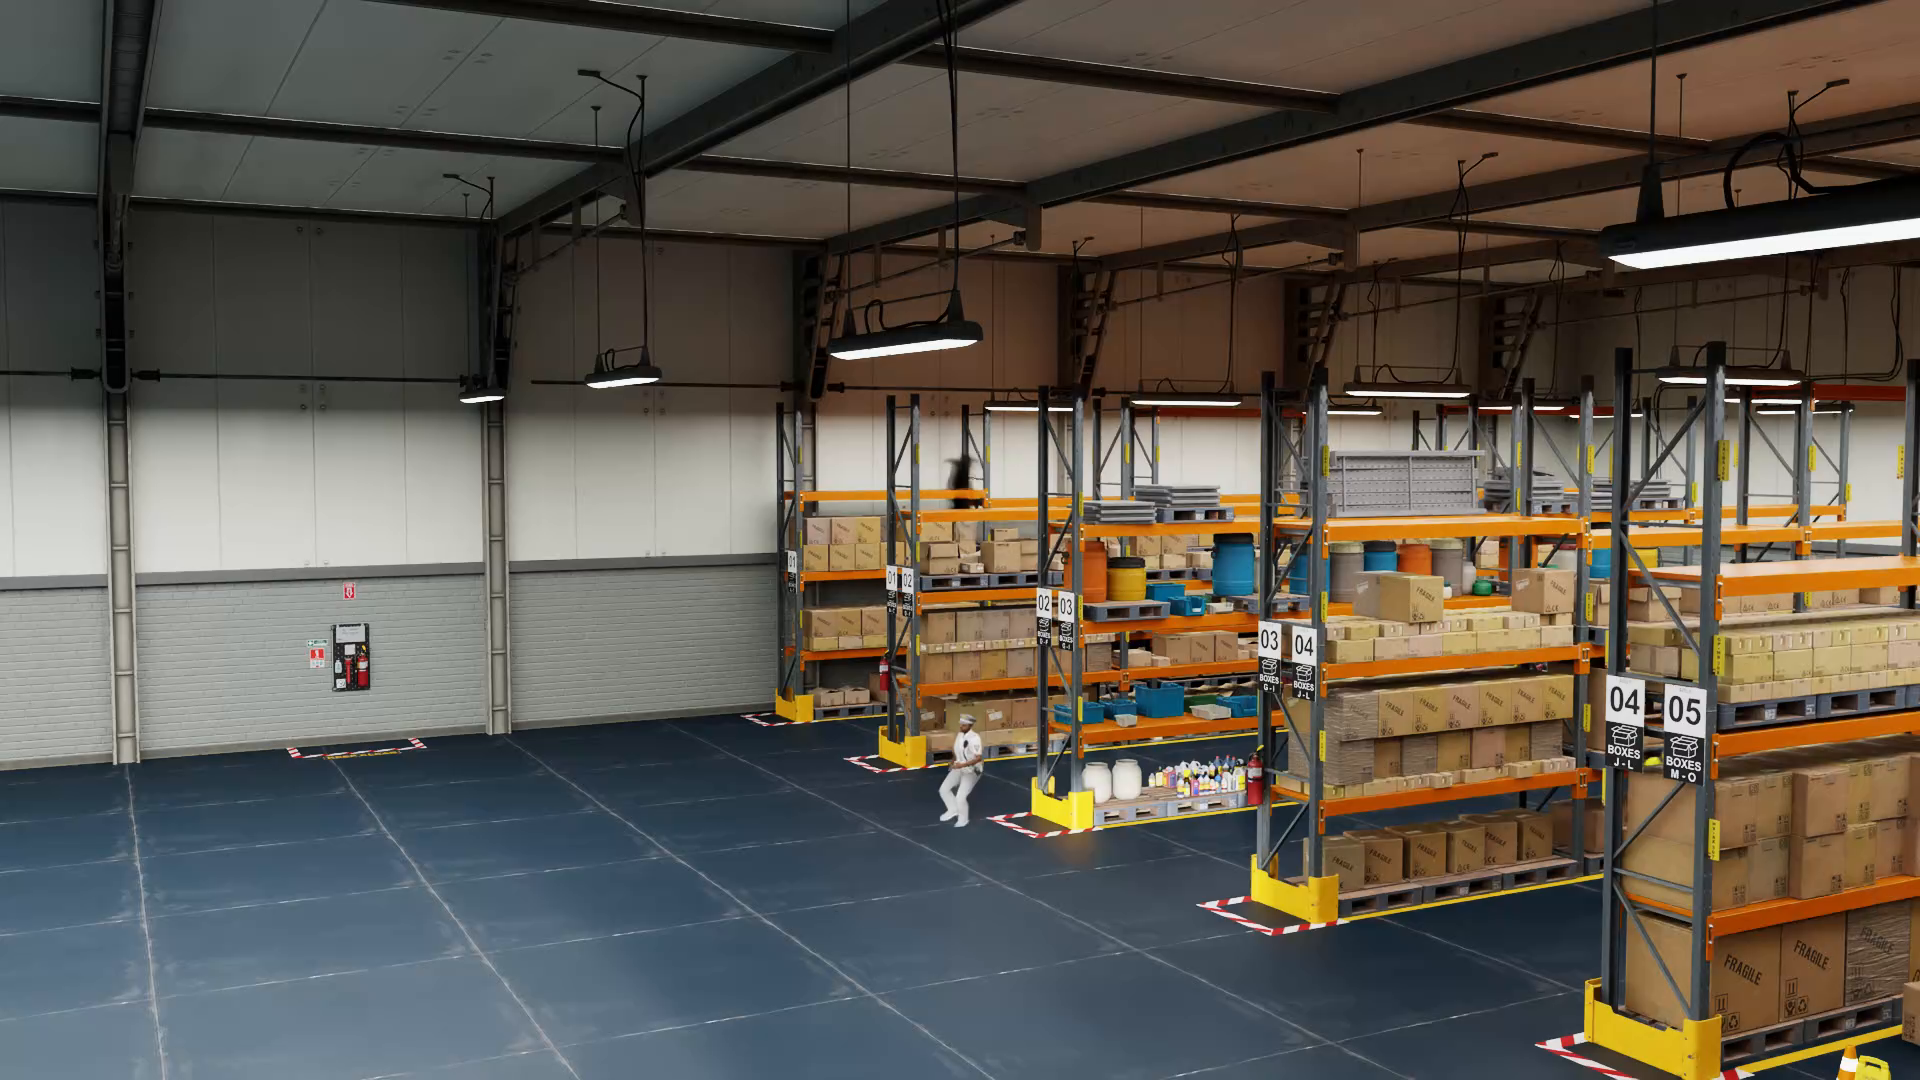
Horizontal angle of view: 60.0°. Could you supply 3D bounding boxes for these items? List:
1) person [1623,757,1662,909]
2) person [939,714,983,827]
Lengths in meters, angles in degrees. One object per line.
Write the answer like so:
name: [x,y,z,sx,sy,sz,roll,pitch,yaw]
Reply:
person: [7.737,3.257,18.741,0.729,1.708,0.860,-1,3,-19]
person: [-0.008,3.127,22.454,0.771,1.613,0.593,3,4,42]
